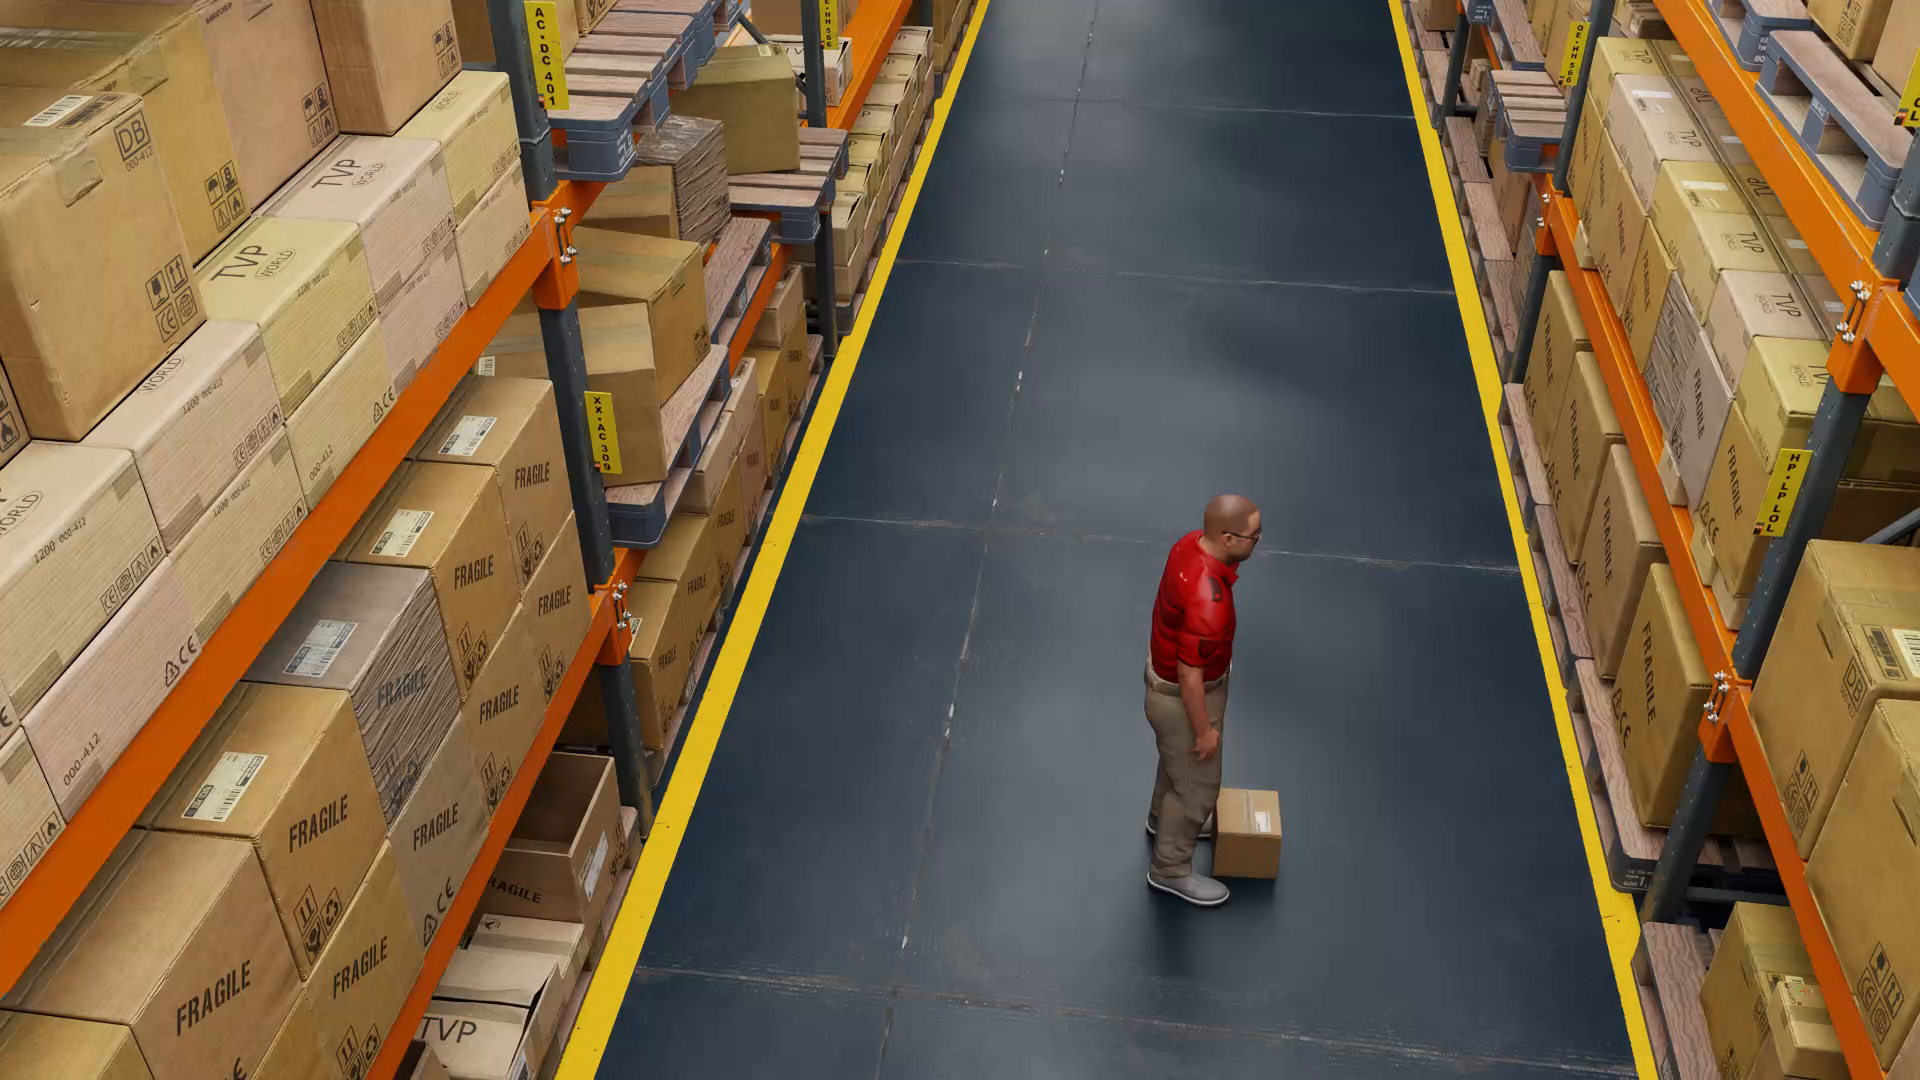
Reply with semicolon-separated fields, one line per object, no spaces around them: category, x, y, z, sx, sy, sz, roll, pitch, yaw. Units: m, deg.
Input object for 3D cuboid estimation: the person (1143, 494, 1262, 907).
person;0.891;0.567;6.269;0.393;1.725;0.596;2;36;3
